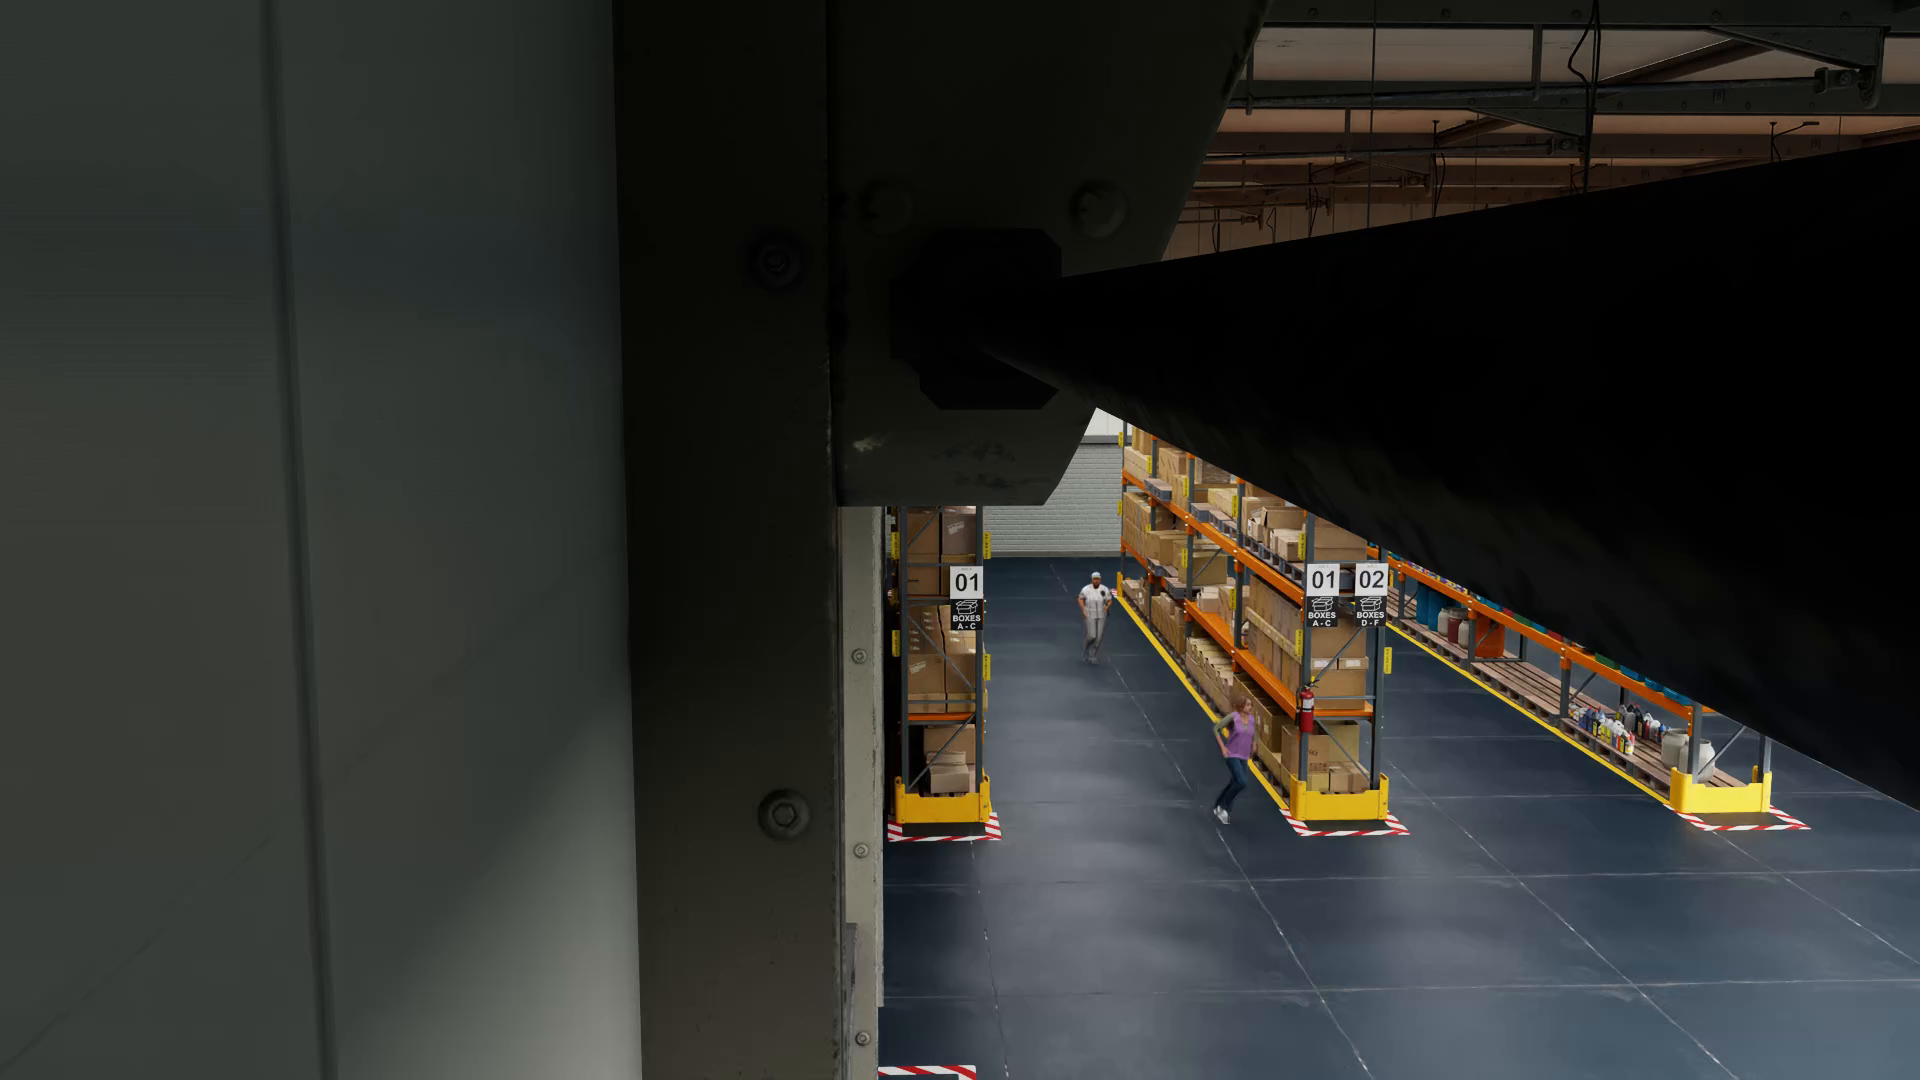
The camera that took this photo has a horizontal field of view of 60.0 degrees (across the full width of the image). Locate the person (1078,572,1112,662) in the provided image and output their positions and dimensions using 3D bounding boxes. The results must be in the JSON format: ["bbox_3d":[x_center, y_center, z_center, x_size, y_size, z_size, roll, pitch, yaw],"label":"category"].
[{"bbox_3d":[2.420,1.388,29.508,0.586,1.621,0.583,-1,8,-6],"label":"person"}]

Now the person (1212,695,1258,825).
[{"bbox_3d":[3.422,2.697,20.482,0.551,1.555,0.587,-5,10,-33],"label":"person"}]
